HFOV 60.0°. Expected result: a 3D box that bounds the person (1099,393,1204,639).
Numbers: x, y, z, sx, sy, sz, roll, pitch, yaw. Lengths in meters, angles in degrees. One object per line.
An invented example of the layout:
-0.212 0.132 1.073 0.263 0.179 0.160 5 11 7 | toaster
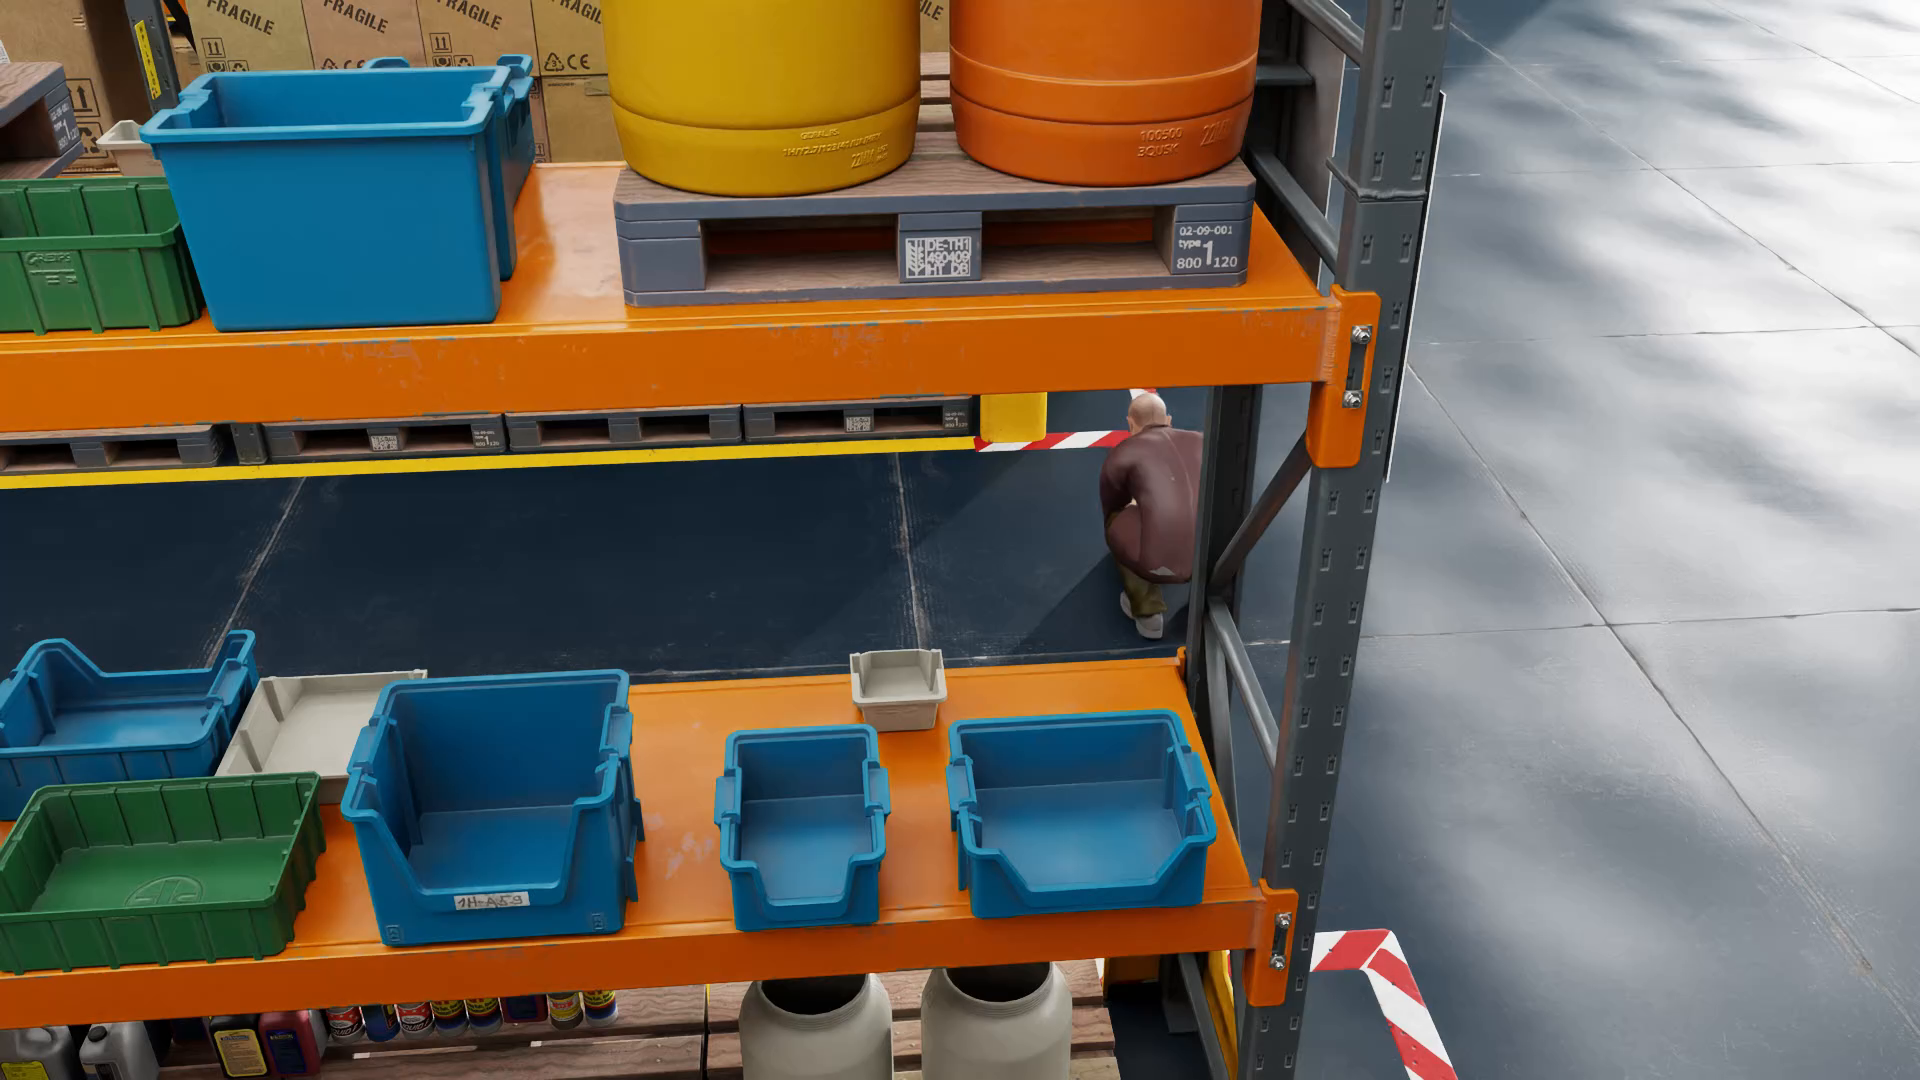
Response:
0.911 -0.092 7.239 0.595 0.882 0.909 -3 31 -5 | person
